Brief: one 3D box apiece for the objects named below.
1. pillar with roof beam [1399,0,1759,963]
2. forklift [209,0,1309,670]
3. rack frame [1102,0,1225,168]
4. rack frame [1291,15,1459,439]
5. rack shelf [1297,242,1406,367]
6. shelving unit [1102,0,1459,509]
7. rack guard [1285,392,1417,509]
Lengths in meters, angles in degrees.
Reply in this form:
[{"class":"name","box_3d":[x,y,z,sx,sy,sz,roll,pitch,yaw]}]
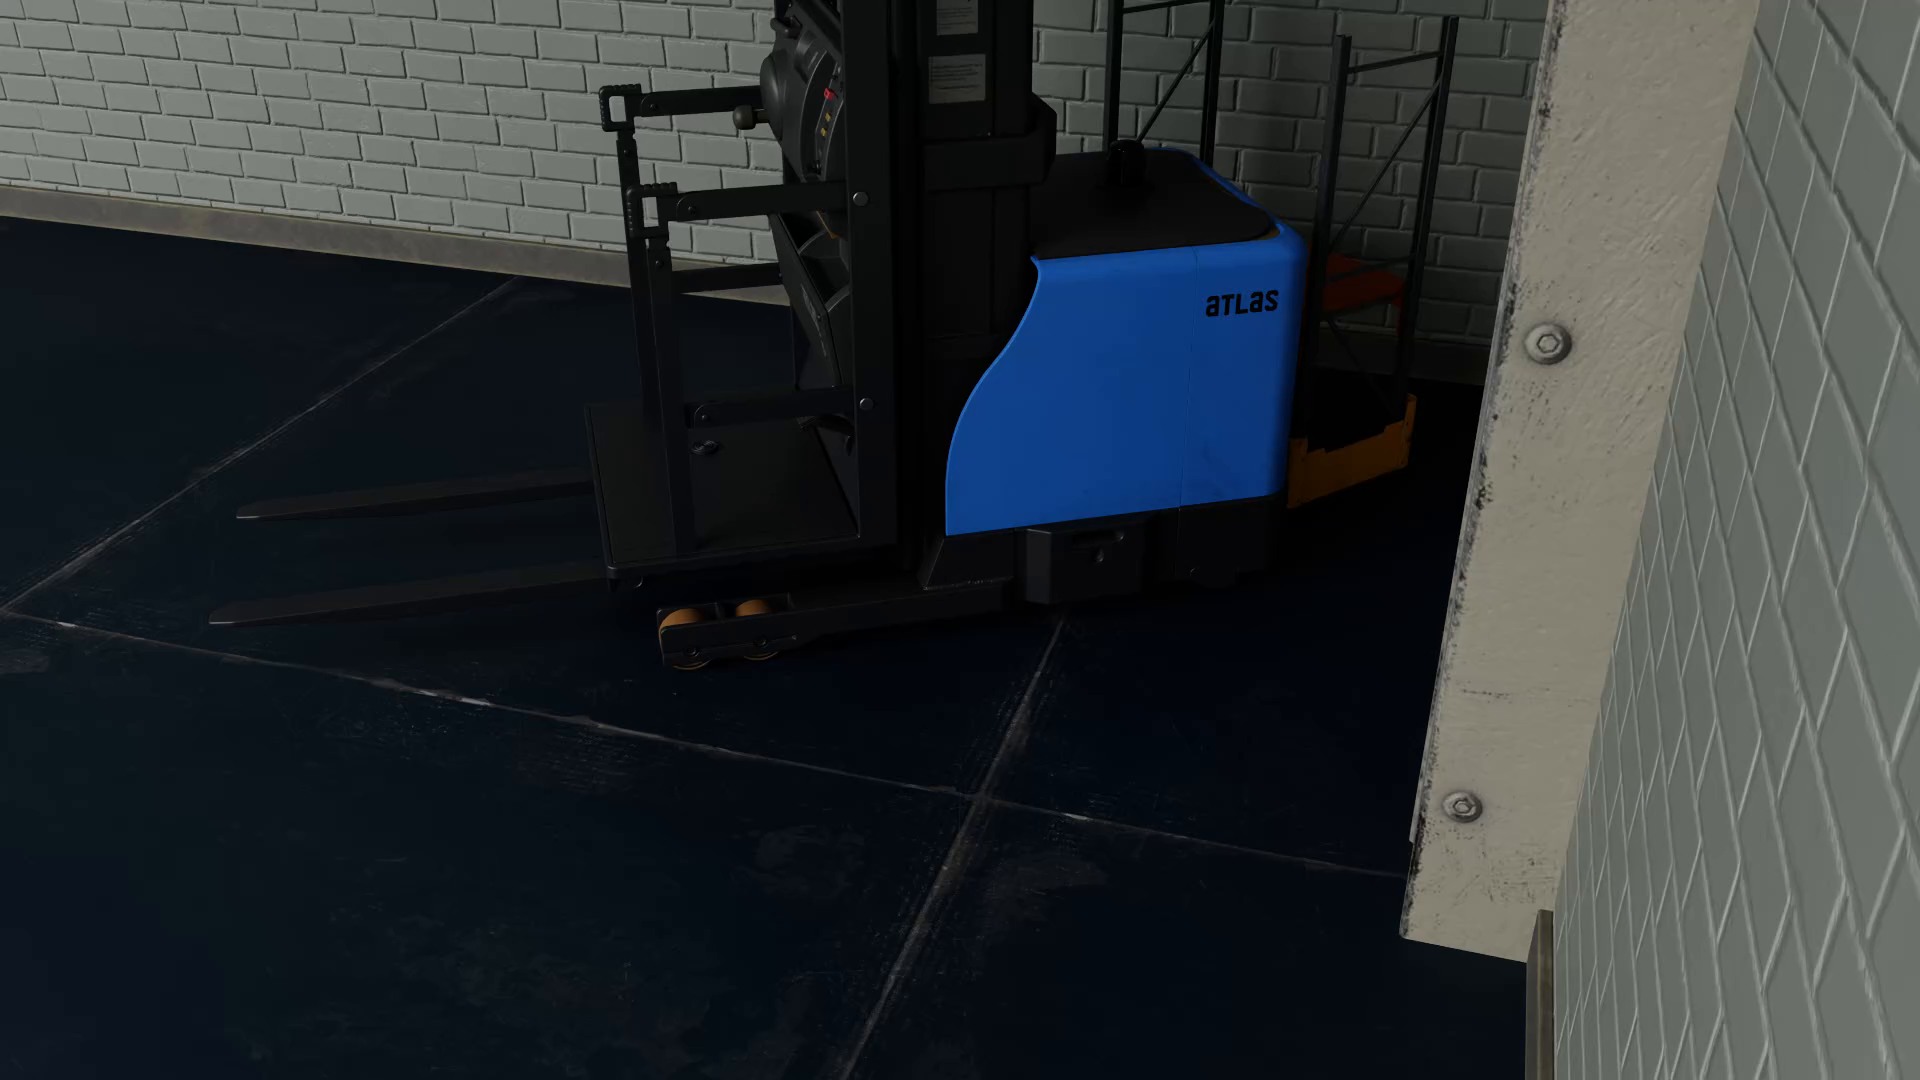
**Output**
[{"class":"pillar with roof beam","box_3d":[-2.940,-3.740,2.717,9.100,9.000,0.400,8,30,15]},{"class":"forklift","box_3d":[-0.603,-1.205,4.402,3.031,2.935,1.130,-7,30,-13]},{"class":"rack frame","box_3d":[0.706,-1.257,5.966,0.500,1.500,0.032,-19,34,-30]},{"class":"rack frame","box_3d":[1.283,-0.850,5.235,0.500,1.500,0.032,-19,34,-30]},{"class":"rack shelf","box_3d":[0.995,-0.896,5.688,0.538,0.185,1.000,-19,34,-30]},{"class":"shelving unit","box_3d":[1.000,-1.049,5.594,0.587,1.500,1.083,-19,34,-30]},{"class":"rack guard","box_3d":[1.283,-0.304,5.539,0.587,0.250,0.087,-19,34,-30]}]
